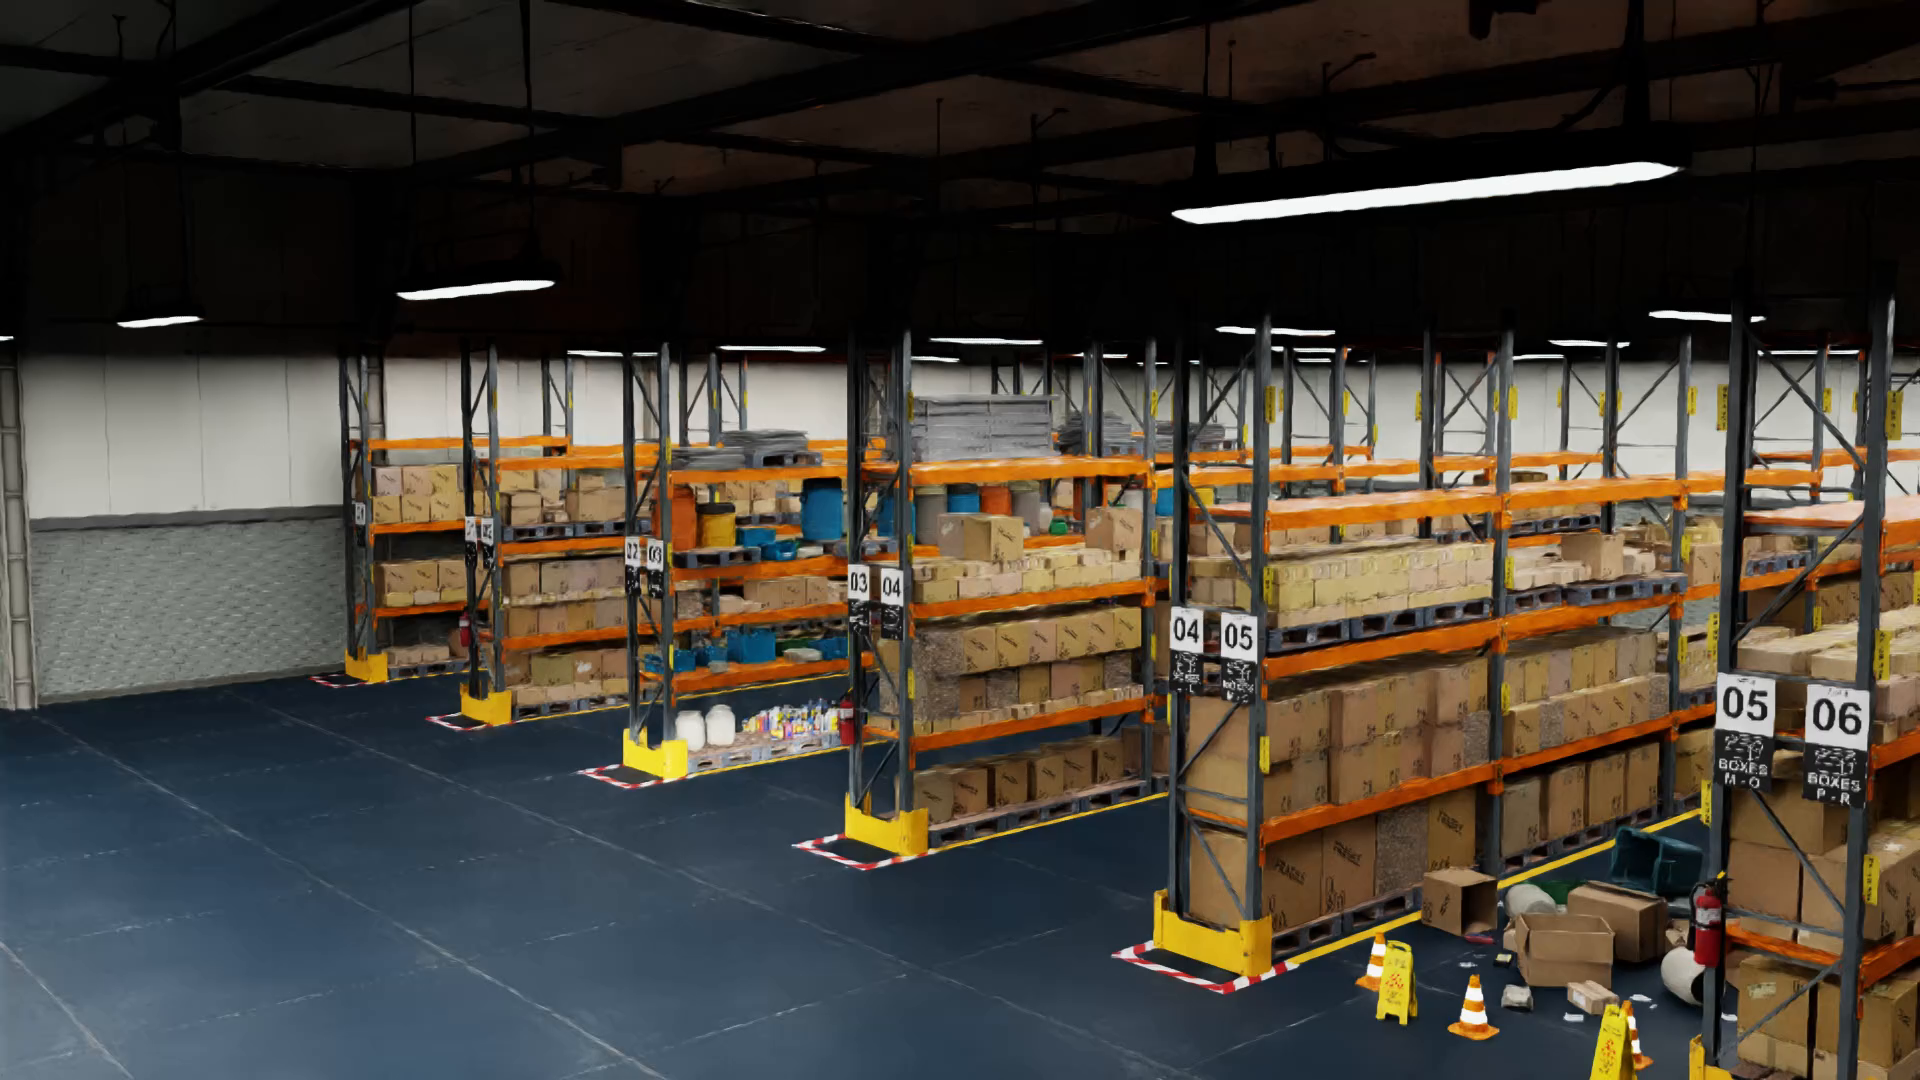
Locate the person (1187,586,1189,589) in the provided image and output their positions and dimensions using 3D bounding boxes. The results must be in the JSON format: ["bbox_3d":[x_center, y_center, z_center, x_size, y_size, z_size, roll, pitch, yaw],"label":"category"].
[{"bbox_3d":[5.448,0.821,38.568,0.727,1.758,0.536,0,5,-4],"label":"person"}]
